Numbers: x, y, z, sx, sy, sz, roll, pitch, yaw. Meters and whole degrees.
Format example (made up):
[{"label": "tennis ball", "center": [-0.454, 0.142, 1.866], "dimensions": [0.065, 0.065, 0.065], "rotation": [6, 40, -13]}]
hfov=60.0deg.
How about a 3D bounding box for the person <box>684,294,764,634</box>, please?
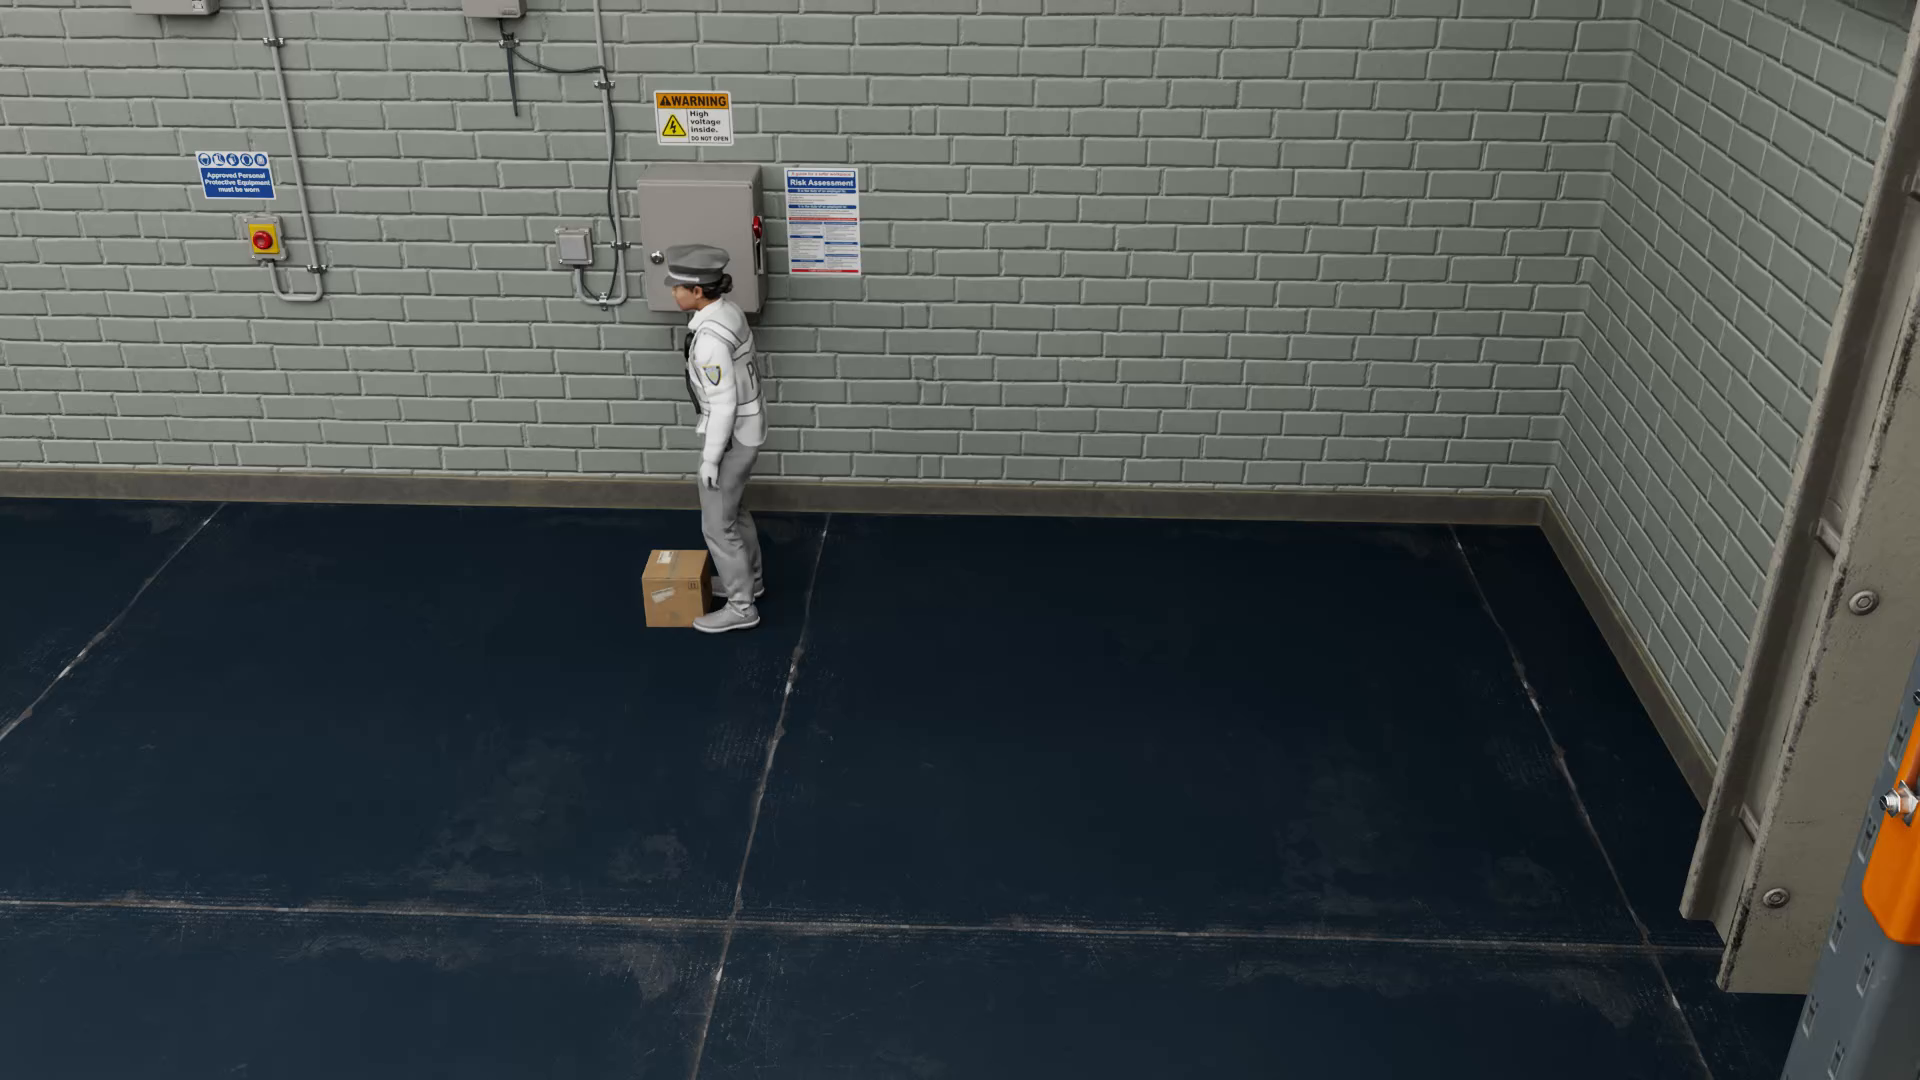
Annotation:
[{"label": "person", "center": [-0.974, -0.324, 6.936], "dimensions": [0.357, 1.463, 0.520], "rotation": [0, 28, 0]}]
